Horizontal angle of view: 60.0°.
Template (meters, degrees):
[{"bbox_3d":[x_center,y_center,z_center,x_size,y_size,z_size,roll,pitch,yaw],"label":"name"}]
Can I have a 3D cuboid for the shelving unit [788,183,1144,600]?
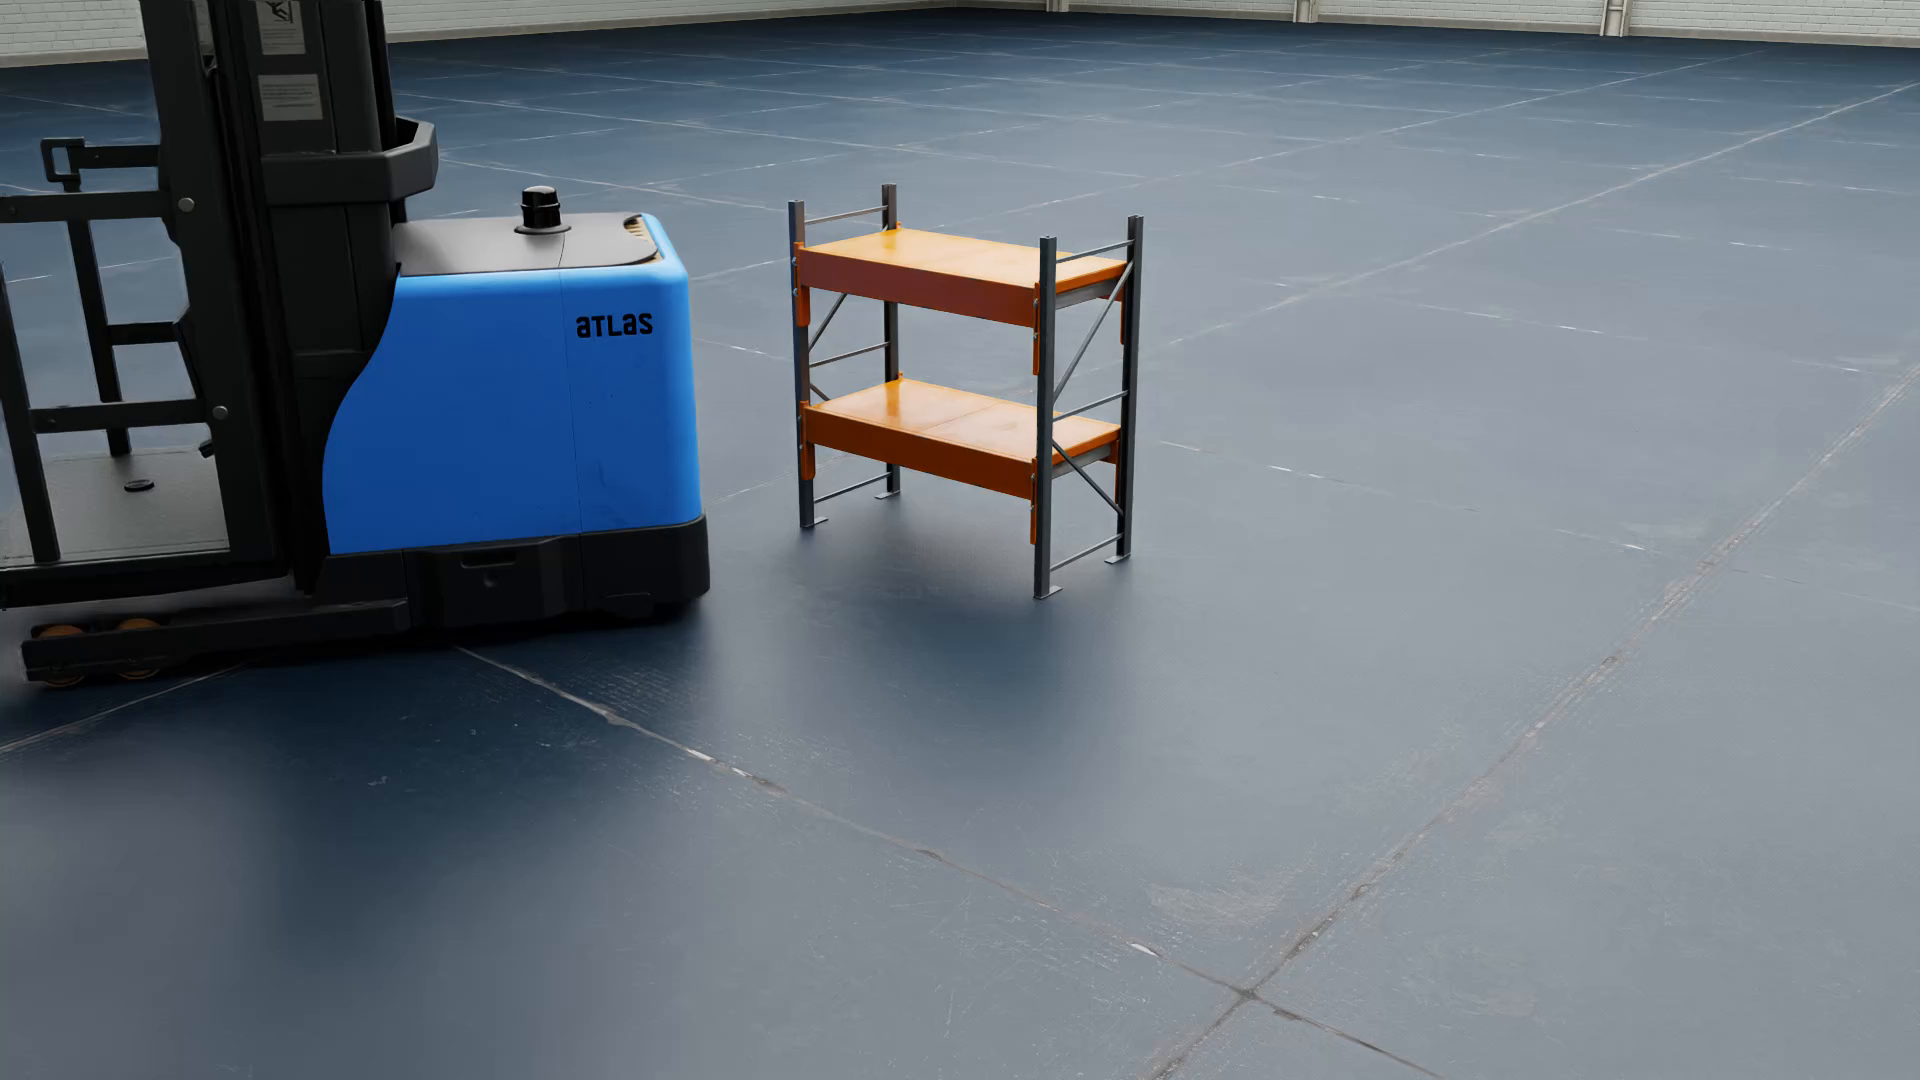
[{"bbox_3d":[0.005,-0.525,5.466,1.048,1.125,0.538,16,26,36],"label":"shelving unit"}]

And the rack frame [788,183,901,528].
[{"bbox_3d":[-0.389,-0.638,5.766,0.032,1.125,0.500,16,26,36],"label":"rack frame"}]

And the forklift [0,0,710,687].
[{"bbox_3d":[-2.338,-1.171,4.621,3.031,2.935,1.130,-5,21,-14],"label":"forklift"}]

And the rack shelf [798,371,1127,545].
[{"bbox_3d":[0.005,-0.296,5.552,1.000,0.278,0.538,16,26,36],"label":"rack shelf"}]

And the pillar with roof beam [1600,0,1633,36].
[{"bbox_3d":[8.699,-11.847,24.331,0.400,9.000,9.100,16,26,36],"label":"pillar with roof beam"}]

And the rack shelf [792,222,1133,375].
[{"bbox_3d":[0.005,-0.799,5.362,1.000,0.278,0.538,16,26,36],"label":"rack shelf"}]

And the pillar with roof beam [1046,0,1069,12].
[{"bbox_3d":[-0.598,-14.524,31.430,0.400,9.000,9.100,16,26,36],"label":"pillar with roof beam"}]

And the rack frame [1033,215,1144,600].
[{"bbox_3d":[0.399,-0.411,5.165,0.032,1.125,0.500,16,26,36],"label":"rack frame"}]

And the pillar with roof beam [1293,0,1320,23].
[{"bbox_3d":[4.050,-13.186,27.881,0.400,9.000,9.100,16,26,36],"label":"pillar with roof beam"}]
